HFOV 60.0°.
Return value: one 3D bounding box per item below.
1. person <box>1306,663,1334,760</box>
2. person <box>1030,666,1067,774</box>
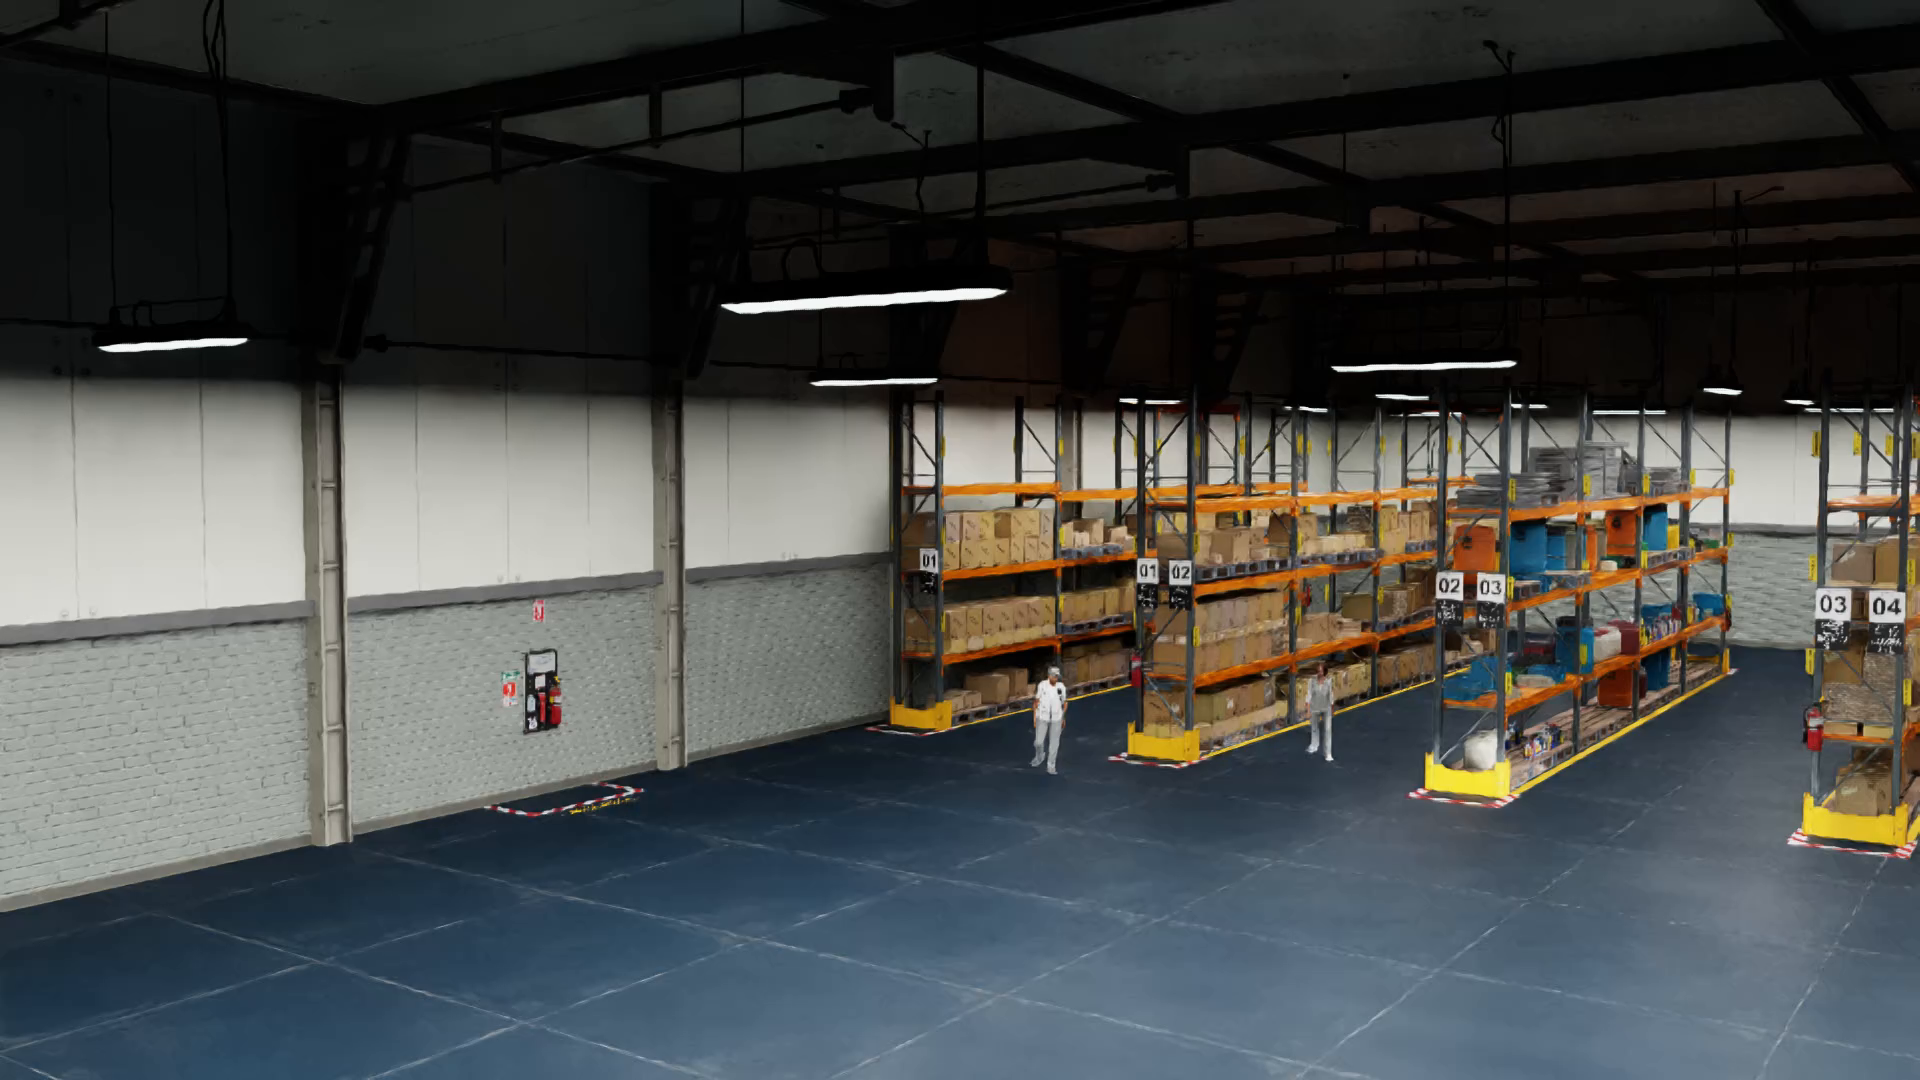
[{"bbox_3d":[5.790,2.724,26.734,0.452,1.536,0.881,1,3,12],"label":"person"},{"bbox_3d":[1.358,2.744,25.496,0.559,1.657,0.571,0,3,-2],"label":"person"}]
